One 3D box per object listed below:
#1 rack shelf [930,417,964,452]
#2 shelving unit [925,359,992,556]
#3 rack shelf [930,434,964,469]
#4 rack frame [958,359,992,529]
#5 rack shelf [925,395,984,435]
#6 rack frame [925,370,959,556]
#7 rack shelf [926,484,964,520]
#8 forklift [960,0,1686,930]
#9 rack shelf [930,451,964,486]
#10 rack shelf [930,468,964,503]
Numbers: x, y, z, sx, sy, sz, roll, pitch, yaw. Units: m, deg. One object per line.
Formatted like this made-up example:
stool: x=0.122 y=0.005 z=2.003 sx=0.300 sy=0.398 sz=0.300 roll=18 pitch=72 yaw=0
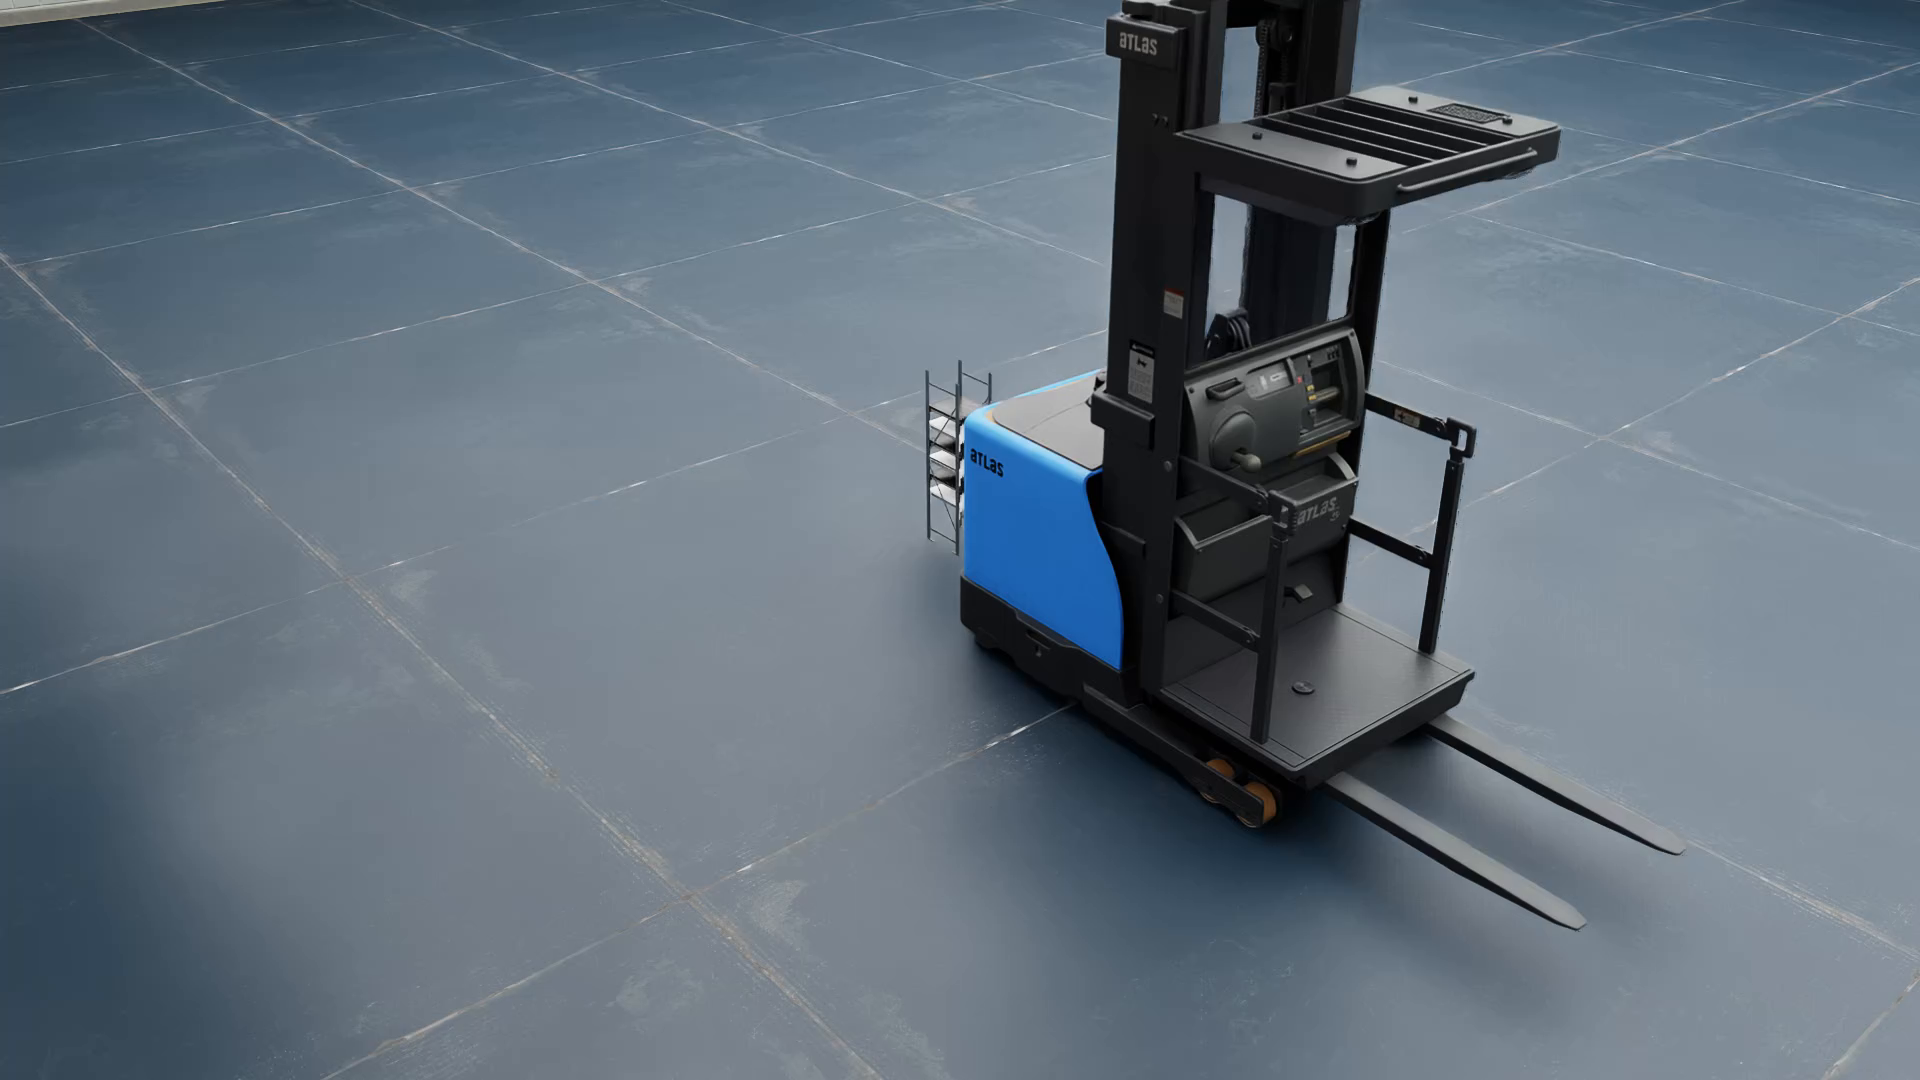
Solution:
rack shelf: x=-0.006 y=-0.524 z=7.964 sx=0.200 sy=0.077 sz=0.258 roll=-22 pitch=35 yaw=-35
shelving unit: x=-0.006 y=-0.394 z=8.033 sx=0.210 sy=0.900 sz=0.258 roll=-22 pitch=35 yaw=-35
rack shelf: x=-0.006 y=-0.444 z=8.007 sx=0.200 sy=0.077 sz=0.258 roll=-22 pitch=35 yaw=-35
rack frame: x=0.071 y=-0.426 z=8.091 sx=0.006 sy=0.900 sz=0.240 roll=-22 pitch=35 yaw=-35
rack shelf: x=-0.006 y=-0.603 z=7.922 sx=0.200 sy=0.077 sz=0.258 roll=-22 pitch=35 yaw=-35
rack frame: x=-0.084 y=-0.363 z=7.975 sx=0.006 sy=0.900 sz=0.240 roll=-22 pitch=35 yaw=-35
rack shelf: x=-0.006 y=-0.206 z=8.134 sx=0.200 sy=0.077 sz=0.258 roll=-22 pitch=35 yaw=-35
forklift: x=1.316 y=-0.483 z=6.044 sx=1.130 sy=2.935 sz=3.031 roll=-21 pitch=34 yaw=-34
rack shelf: x=-0.006 y=-0.365 z=8.049 sx=0.200 sy=0.077 sz=0.258 roll=-22 pitch=35 yaw=-35
rack shelf: x=-0.006 y=-0.286 z=8.091 sx=0.200 sy=0.077 sz=0.258 roll=-22 pitch=35 yaw=-35
